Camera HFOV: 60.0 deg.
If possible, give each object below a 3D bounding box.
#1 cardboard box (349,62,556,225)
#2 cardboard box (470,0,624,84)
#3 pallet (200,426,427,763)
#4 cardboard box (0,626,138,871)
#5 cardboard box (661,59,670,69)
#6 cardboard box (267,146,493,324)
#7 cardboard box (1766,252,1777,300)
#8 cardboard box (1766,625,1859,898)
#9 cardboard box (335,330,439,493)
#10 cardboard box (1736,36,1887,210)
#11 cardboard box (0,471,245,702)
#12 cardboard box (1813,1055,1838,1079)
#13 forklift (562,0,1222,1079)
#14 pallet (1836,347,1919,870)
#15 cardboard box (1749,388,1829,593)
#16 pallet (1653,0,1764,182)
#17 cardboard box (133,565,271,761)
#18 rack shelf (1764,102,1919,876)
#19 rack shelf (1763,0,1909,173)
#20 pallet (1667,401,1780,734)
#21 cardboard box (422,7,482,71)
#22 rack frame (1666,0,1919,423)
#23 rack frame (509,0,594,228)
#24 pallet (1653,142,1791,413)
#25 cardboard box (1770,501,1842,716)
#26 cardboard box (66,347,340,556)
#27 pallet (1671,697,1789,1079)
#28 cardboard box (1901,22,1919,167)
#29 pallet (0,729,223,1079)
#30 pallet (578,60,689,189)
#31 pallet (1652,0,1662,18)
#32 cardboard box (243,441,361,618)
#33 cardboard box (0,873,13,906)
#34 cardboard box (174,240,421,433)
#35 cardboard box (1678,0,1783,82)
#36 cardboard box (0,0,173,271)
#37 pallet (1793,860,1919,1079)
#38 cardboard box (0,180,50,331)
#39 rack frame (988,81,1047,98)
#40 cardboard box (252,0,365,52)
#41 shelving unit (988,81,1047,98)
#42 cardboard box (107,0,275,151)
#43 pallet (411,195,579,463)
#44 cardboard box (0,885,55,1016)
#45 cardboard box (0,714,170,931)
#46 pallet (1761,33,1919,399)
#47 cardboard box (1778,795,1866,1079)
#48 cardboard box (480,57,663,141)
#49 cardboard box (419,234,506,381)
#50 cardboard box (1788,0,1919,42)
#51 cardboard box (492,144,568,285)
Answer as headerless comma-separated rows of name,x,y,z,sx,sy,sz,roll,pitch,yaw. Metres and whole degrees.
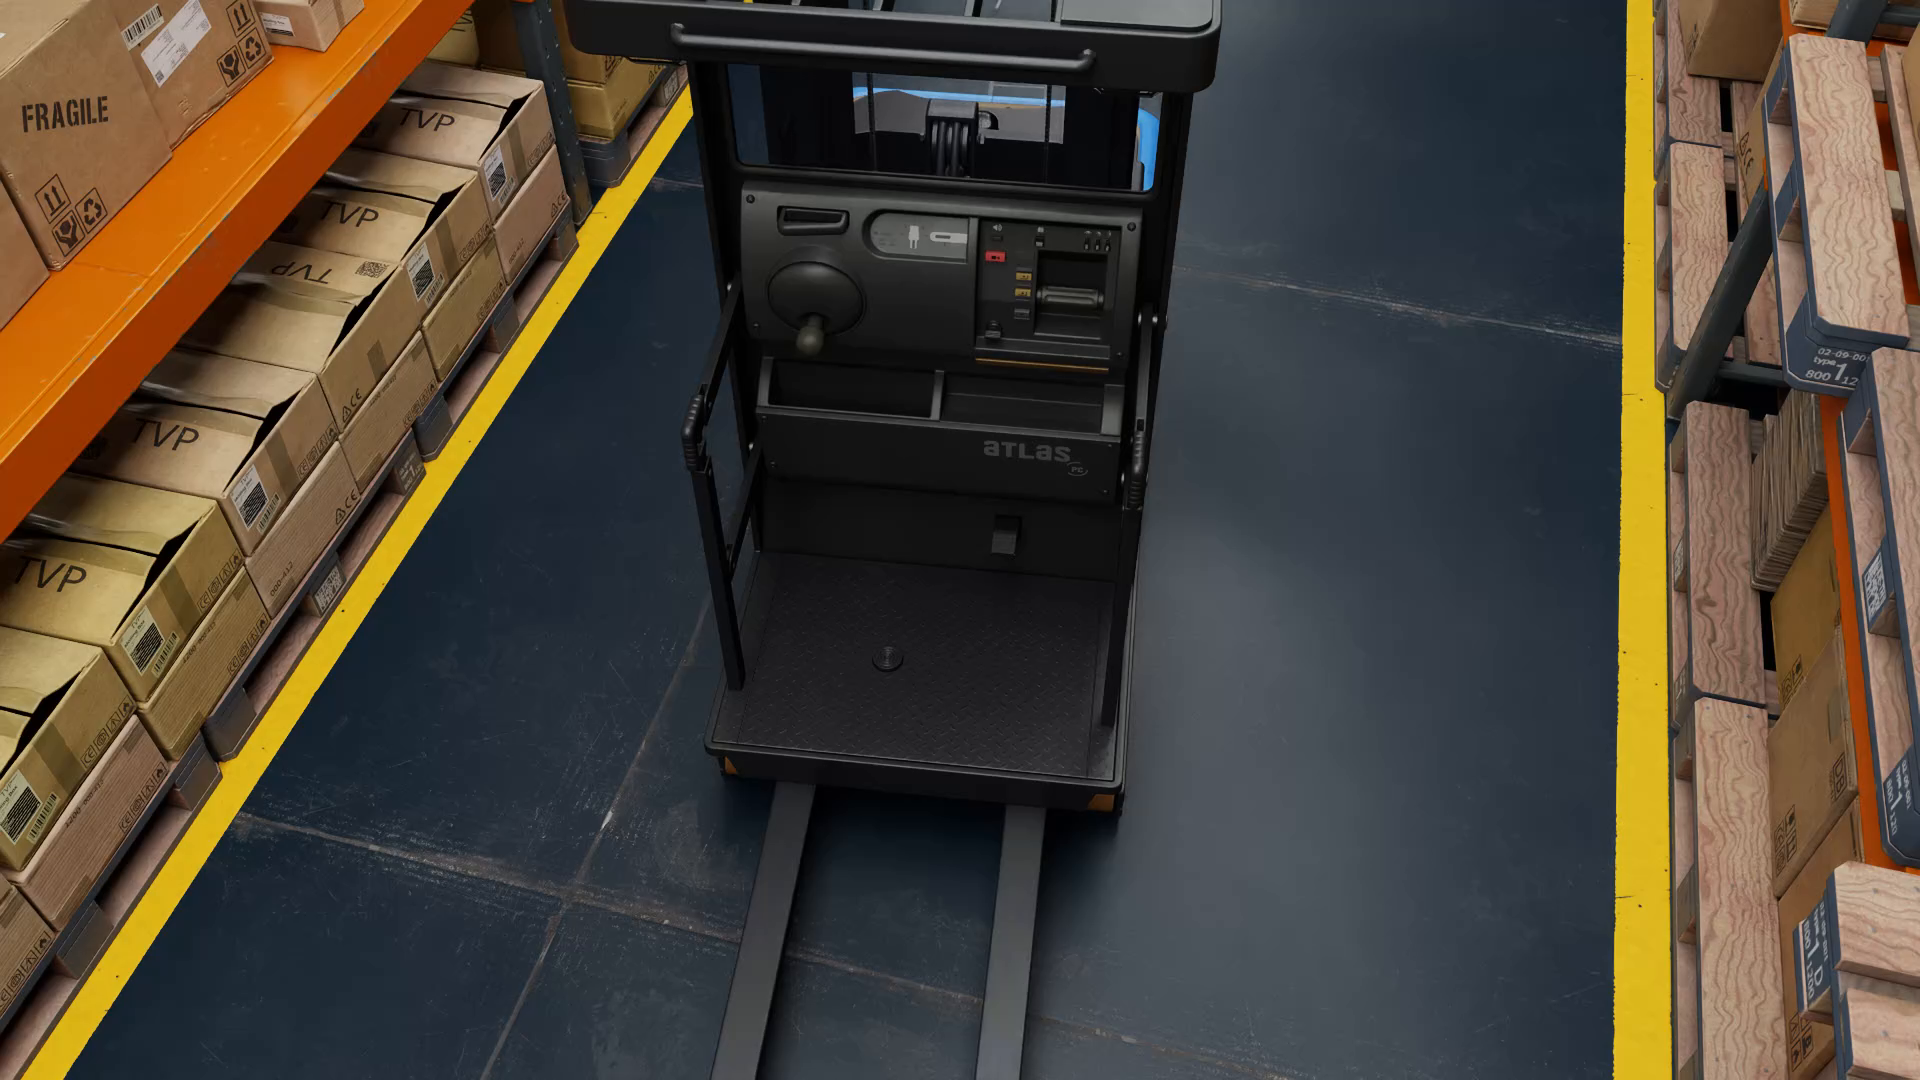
cardboard box,-1.732,-1.381,5.648,0.500,0.311,0.500,12,50,10
cardboard box,-1.478,-2.067,6.127,0.500,0.500,0.500,12,50,10
pallet,-2.377,0.033,5.080,1.003,0.211,1.213,12,50,10
cardboard box,-2.403,0.460,4.023,0.500,0.311,0.500,10,49,9
cardboard box,-1.351,-2.181,6.728,0.500,0.250,0.500,12,50,10
cardboard box,-1.863,-1.004,5.315,0.500,0.311,0.500,13,50,11
cardboard box,2.990,-0.942,5.677,0.380,0.166,0.250,6,49,5
cardboard box,2.440,0.621,4.075,0.700,0.500,0.500,12,50,10
cardboard box,-2.000,-0.452,5.202,0.500,0.250,0.500,13,50,11
cardboard box,3.113,-1.418,5.875,0.500,0.500,0.500,8,49,7
cardboard box,-2.267,0.092,4.348,0.500,0.311,0.500,10,49,9
cardboard box,2.212,1.353,3.429,0.700,0.500,0.500,11,50,10
forklift,-0.073,-0.505,3.741,1.130,2.935,3.031,5,49,4
pallet,2.307,0.176,3.222,1.003,0.211,1.213,12,50,10
cardboard box,2.701,-0.124,4.732,0.700,0.500,0.500,13,50,11
pallet,3.340,-1.796,6.695,1.003,0.211,1.213,12,50,10
cardboard box,-2.271,0.286,4.550,0.500,0.250,0.500,10,49,9
rack shelf,2.352,0.344,3.426,1.077,0.370,4.000,12,50,10
rack shelf,3.405,-2.550,5.979,1.077,0.370,4.000,12,50,10
pallet,2.675,0.145,4.981,1.003,0.211,1.213,12,50,10
cardboard box,-1.991,-1.924,6.501,0.500,0.250,0.500,12,50,10
rack frame,2.878,-1.341,4.433,1.000,3.000,0.127,12,50,10
rack frame,-1.902,-2.316,5.293,1.000,3.000,0.127,12,50,10
pallet,3.021,-0.911,5.913,1.003,0.211,1.213,12,50,10
cardboard box,2.613,0.260,4.394,0.700,0.500,0.500,11,49,9
cardboard box,-2.132,-0.280,4.676,0.500,0.311,0.500,11,49,10
pallet,2.356,1.030,4.200,1.003,0.211,1.213,12,50,10
cardboard box,2.711,-1.158,3.912,0.700,0.500,0.500,12,50,10
pallet,-2.700,0.912,4.304,1.003,0.211,1.213,12,50,10
pallet,-1.652,-1.960,6.839,1.003,0.211,1.213,12,50,10
pallet,3.663,-2.676,7.471,1.003,0.211,1.213,12,50,10
cardboard box,-2.136,-0.084,4.878,0.500,0.250,0.500,12,50,11
cardboard box,-2.533,0.842,3.686,0.500,0.311,0.500,13,50,11
cardboard box,-1.996,-0.643,4.997,0.500,0.311,0.500,11,50,10
cardboard box,3.271,-2.137,6.509,0.700,0.500,0.500,9,49,8
cardboard box,-2.390,-1.053,4.112,0.500,0.500,0.500,12,50,10
pallet,1.910,1.079,2.425,1.213,0.211,1.003,12,50,10
cardboard box,-2.529,-0.673,3.776,0.500,0.500,0.500,9,49,8
rack frame,0.185,-1.412,6.245,0.240,0.006,1.200,4,49,4
cardboard box,-1.956,-1.599,4.750,0.396,0.266,0.258,10,49,9
shelving unit,0.185,-1.352,6.314,0.258,0.189,1.200,4,49,4
cardboard box,-2.258,-1.416,4.432,0.500,0.500,0.500,15,50,13
pallet,-2.058,-0.853,5.862,1.003,0.211,1.213,12,50,10
cardboard box,-2.533,1.027,3.896,0.500,0.250,0.500,11,50,10
cardboard box,-2.402,0.664,4.217,0.500,0.250,0.500,10,49,9
pallet,2.537,-0.754,4.042,1.003,0.211,1.213,12,50,10
cardboard box,2.316,0.988,3.751,0.700,0.500,0.500,11,50,10
cardboard box,-1.487,-1.821,6.410,0.500,0.250,0.500,12,50,10
cardboard box,-1.866,-0.822,5.529,0.500,0.250,0.500,11,49,9
cardboard box,2.710,-1.700,4.837,0.500,0.250,0.500,12,50,10
cardboard box,-1.731,-1.188,5.852,0.500,0.250,0.500,11,50,10
